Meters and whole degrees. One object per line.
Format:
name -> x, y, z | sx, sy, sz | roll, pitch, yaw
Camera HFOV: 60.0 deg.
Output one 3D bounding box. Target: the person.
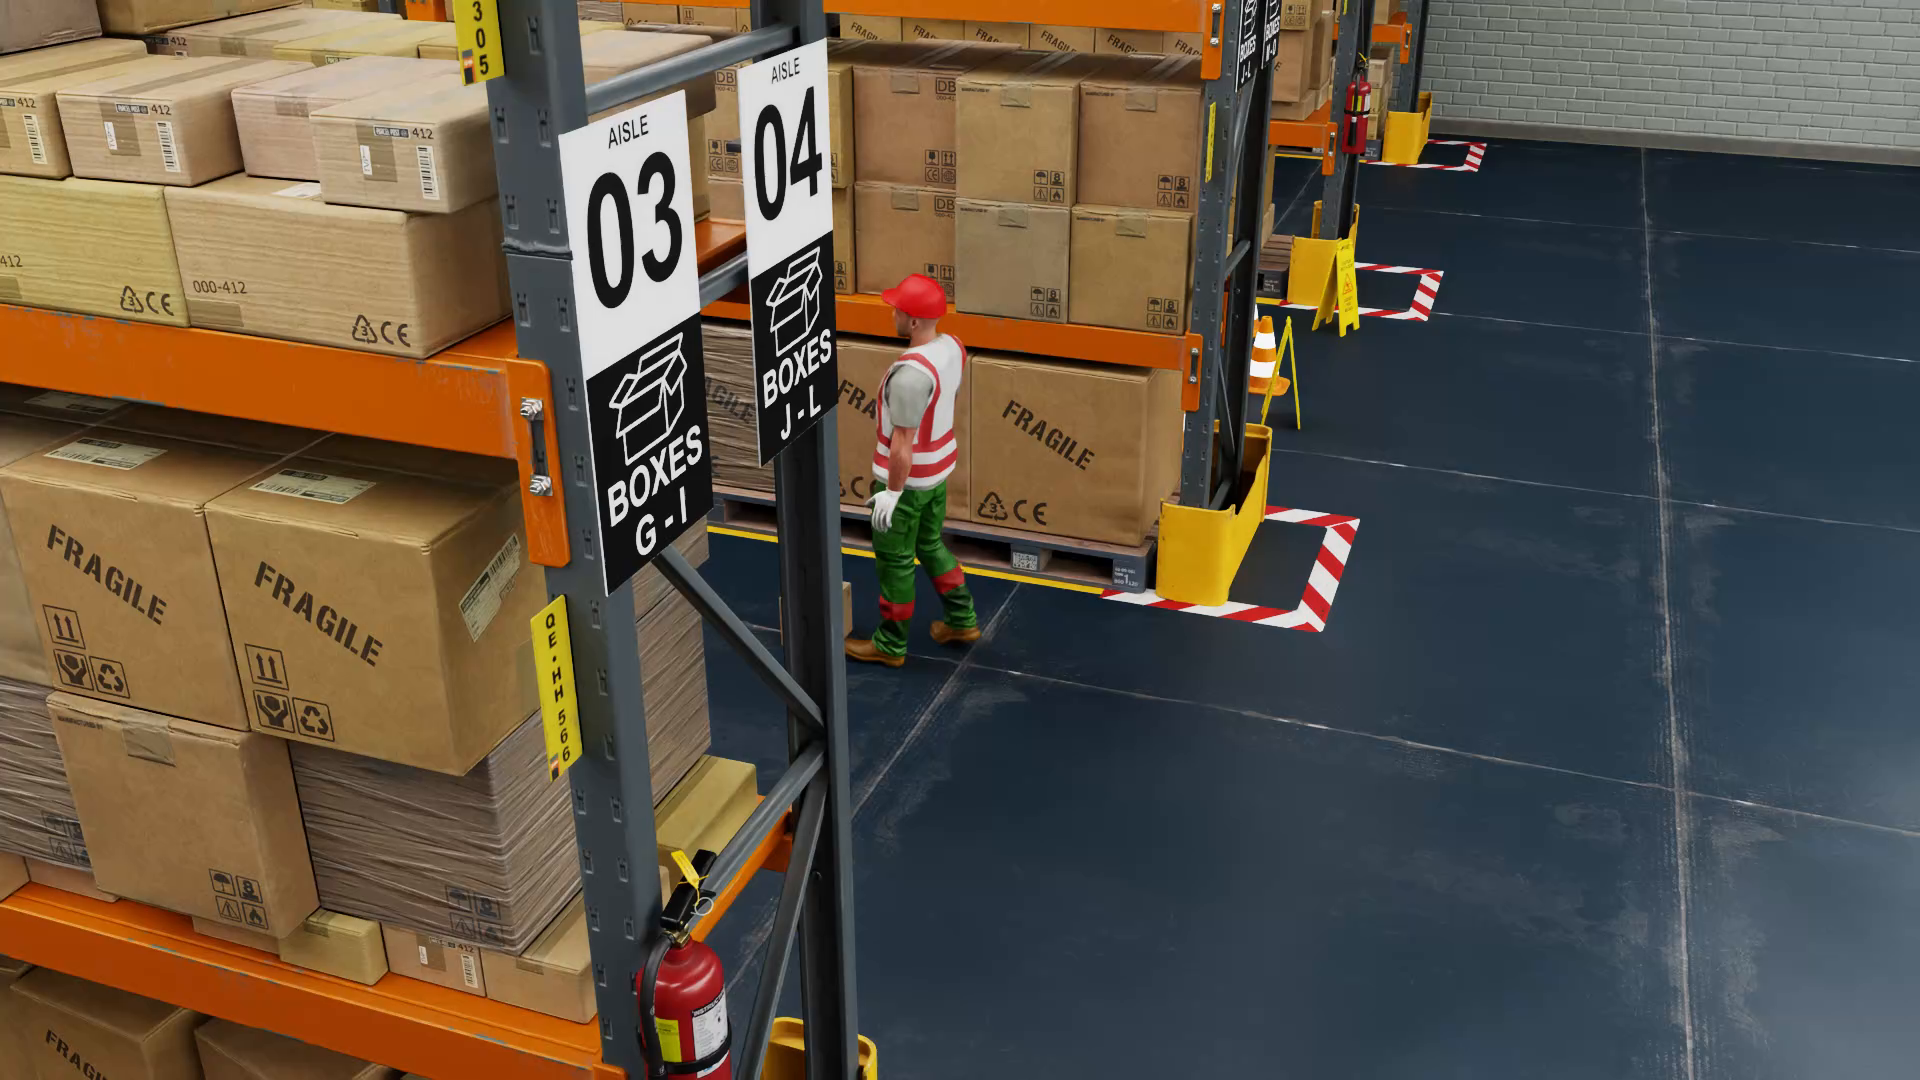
person -> -0.211, -0.267, 7.157 | 0.343, 1.785, 0.527 | 9, 27, 19
